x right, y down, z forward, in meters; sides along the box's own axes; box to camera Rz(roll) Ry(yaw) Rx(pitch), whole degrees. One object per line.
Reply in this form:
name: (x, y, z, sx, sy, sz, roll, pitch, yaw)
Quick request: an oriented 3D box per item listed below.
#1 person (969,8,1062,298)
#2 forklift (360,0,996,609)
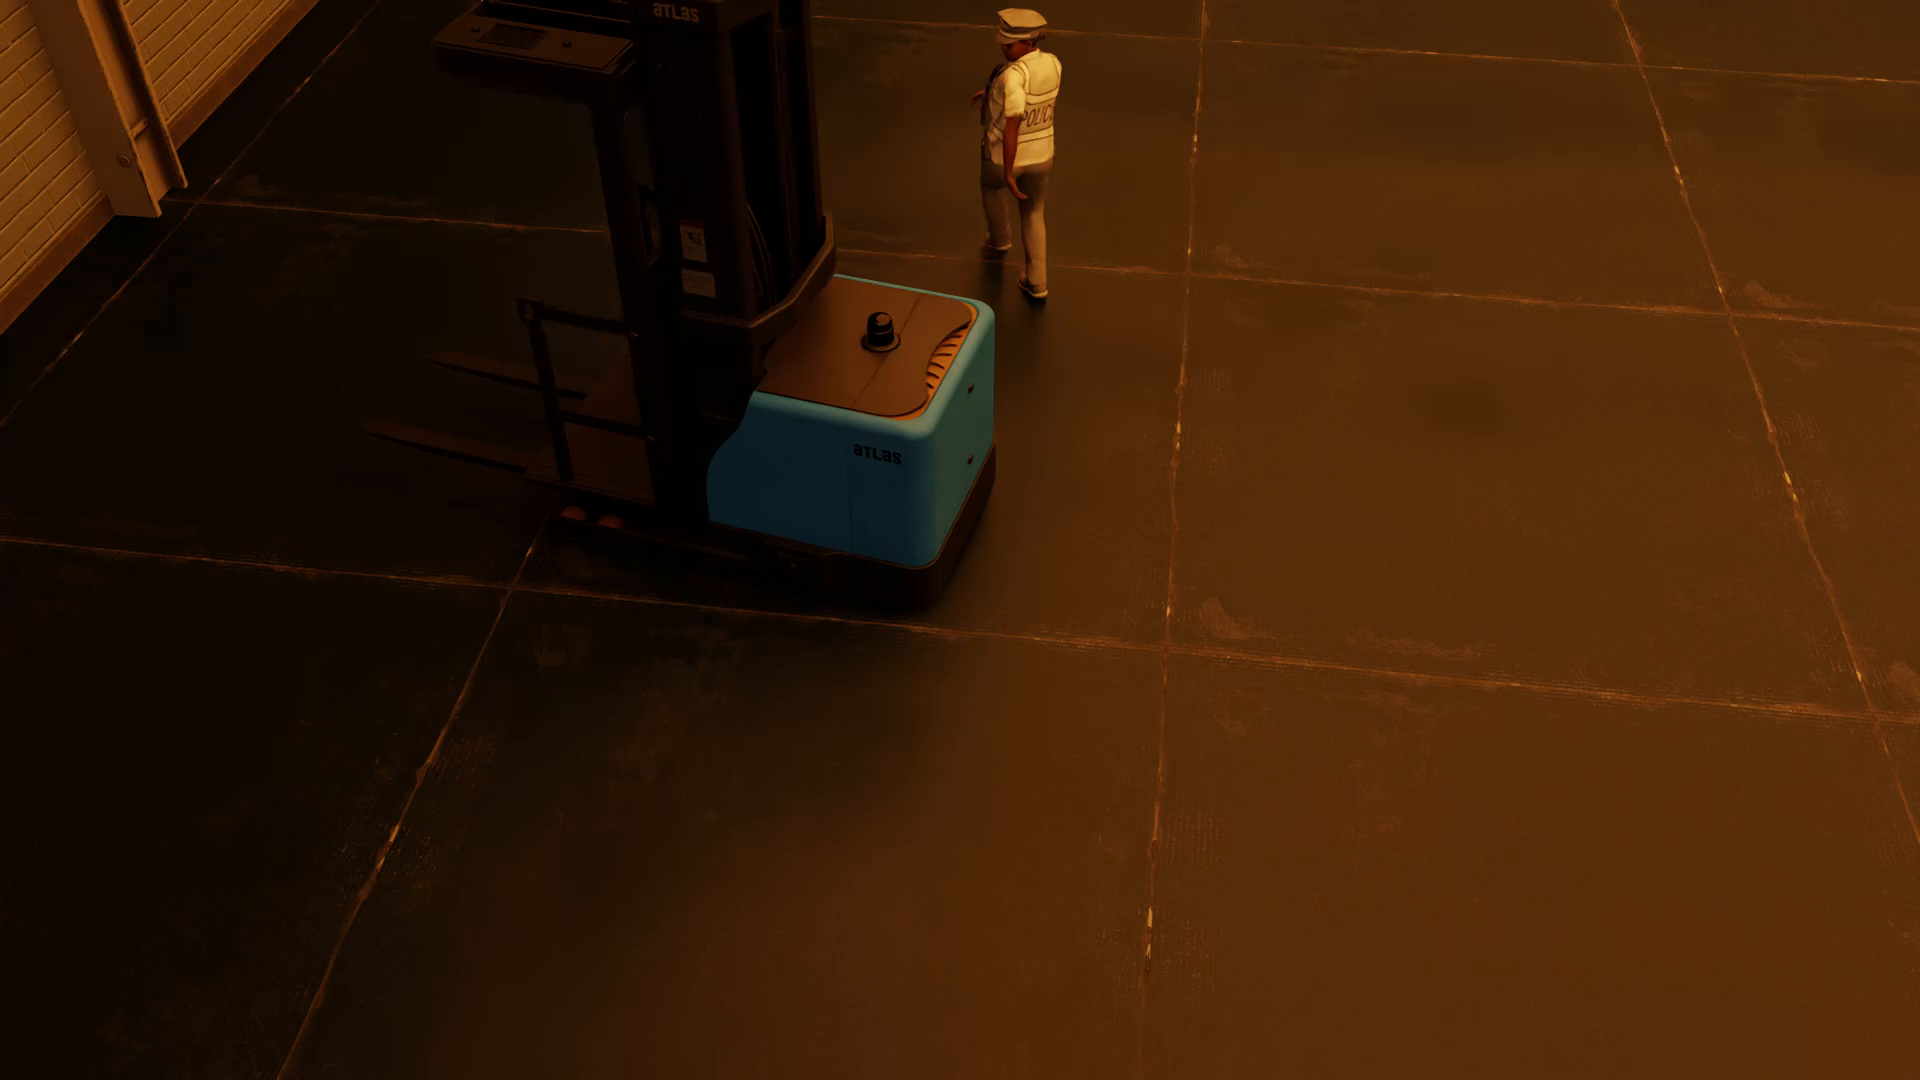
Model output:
person: (0.320, -2.111, 9.042, 0.478, 1.617, 0.893, -15, 45, -16)
forklift: (-1.403, -1.359, 7.204, 3.031, 2.935, 1.130, 13, 44, 13)
